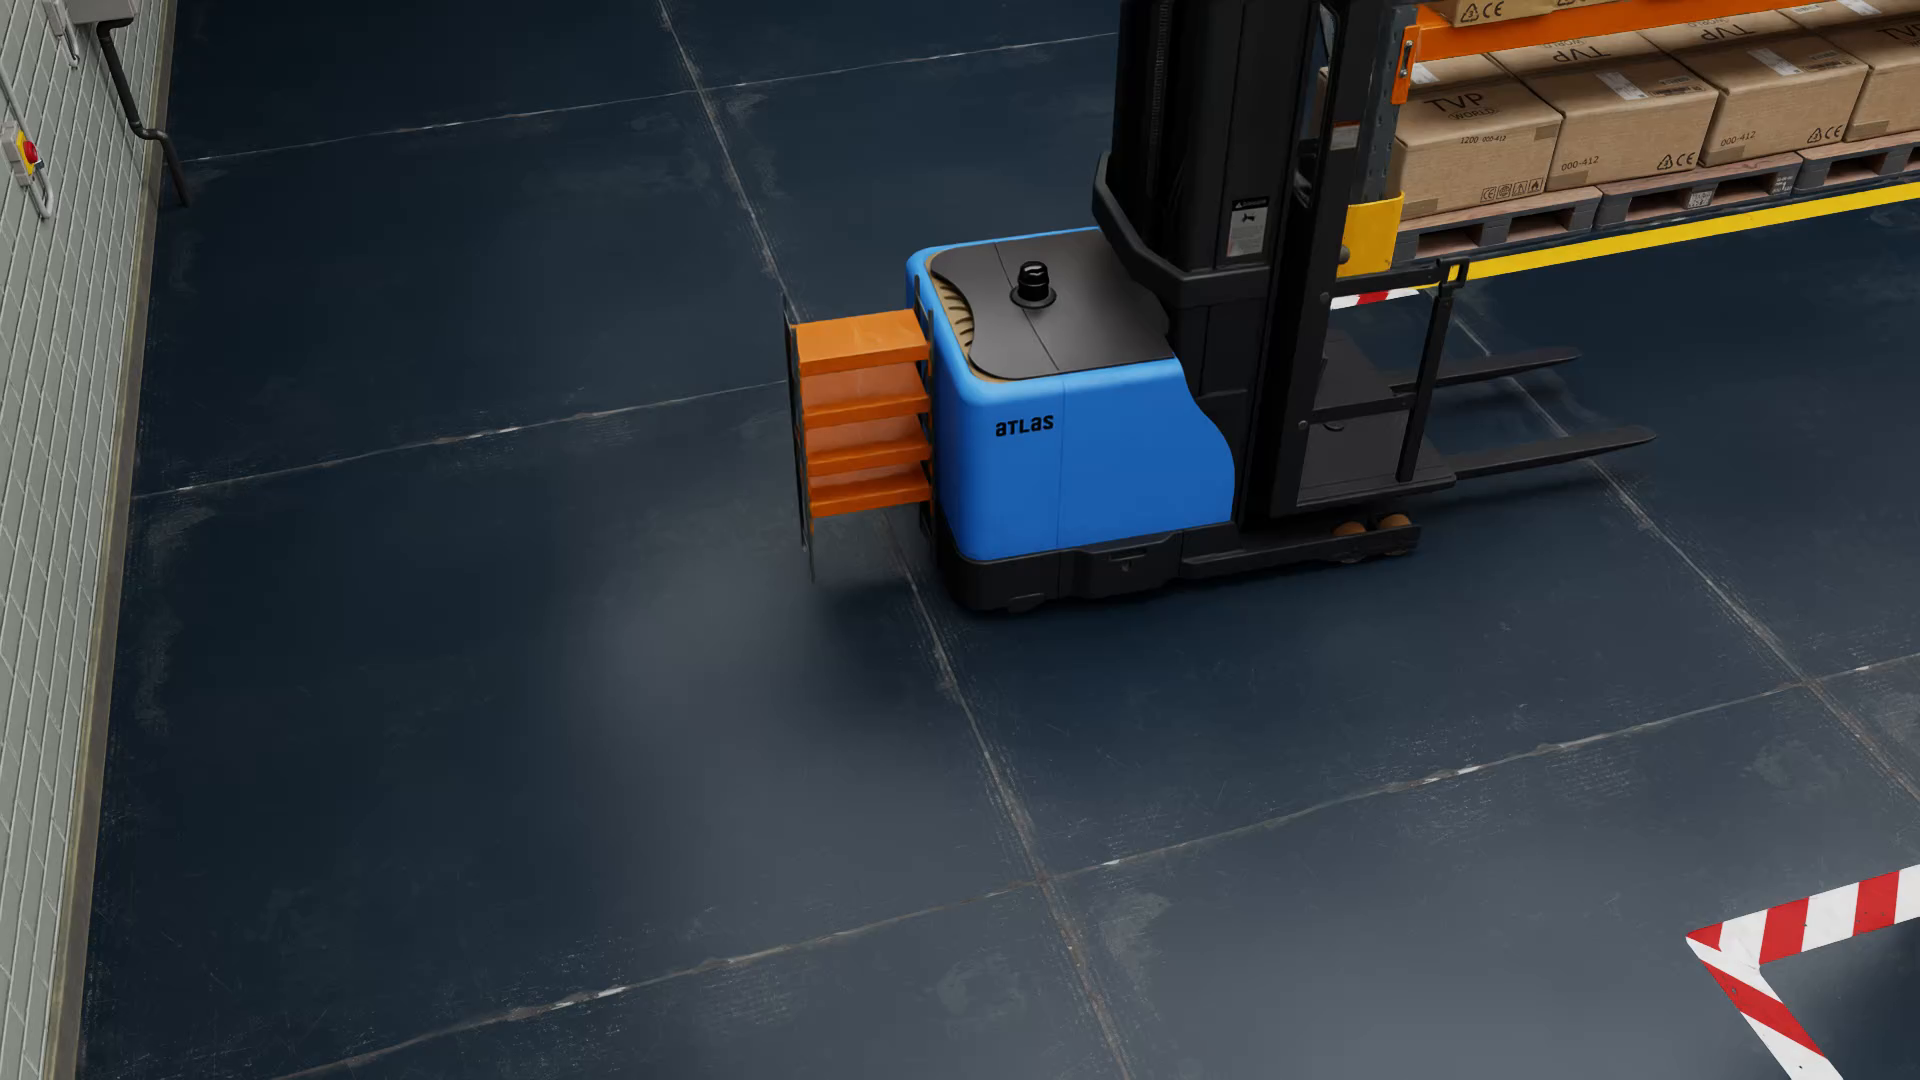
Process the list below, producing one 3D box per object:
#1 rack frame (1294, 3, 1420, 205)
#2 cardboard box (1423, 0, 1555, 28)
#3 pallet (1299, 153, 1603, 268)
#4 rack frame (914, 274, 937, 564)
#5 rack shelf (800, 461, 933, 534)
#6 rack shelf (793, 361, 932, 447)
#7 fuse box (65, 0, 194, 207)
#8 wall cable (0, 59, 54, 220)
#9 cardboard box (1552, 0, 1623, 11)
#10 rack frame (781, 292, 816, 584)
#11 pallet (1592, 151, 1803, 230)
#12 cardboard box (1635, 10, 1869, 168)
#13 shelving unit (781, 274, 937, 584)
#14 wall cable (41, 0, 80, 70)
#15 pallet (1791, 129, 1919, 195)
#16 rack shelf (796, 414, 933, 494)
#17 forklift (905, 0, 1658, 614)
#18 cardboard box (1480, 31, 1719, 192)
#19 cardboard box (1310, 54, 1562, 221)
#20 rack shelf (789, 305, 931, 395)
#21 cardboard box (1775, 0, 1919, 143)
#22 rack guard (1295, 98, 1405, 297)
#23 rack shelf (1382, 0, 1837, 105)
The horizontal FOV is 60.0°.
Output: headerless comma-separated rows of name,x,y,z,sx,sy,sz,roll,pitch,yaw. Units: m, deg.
rack frame,1.806,-2.707,7.568,0.127,3.000,1.000,-12,42,-13
cardboard box,2.350,-2.659,7.438,0.500,0.500,0.500,-12,43,-13
pallet,2.545,-1.864,8.723,1.213,0.211,1.003,-12,42,-13
rack frame,-0.130,-0.434,6.334,0.015,1.200,0.240,-9,42,-10
rack shelf,-0.367,-0.195,6.465,0.480,0.148,0.258,-9,42,-10
rack shelf,-0.367,-0.513,6.187,0.480,0.148,0.258,-9,42,-10
fuse box,-4.058,-2.440,8.242,0.414,1.711,0.539,-12,42,-13
wall cable,-3.566,-1.972,5.931,0.123,1.953,0.585,-12,42,-13
cardboard box,2.824,-2.777,7.572,0.500,0.500,0.500,-12,43,-14
rack frame,-0.604,-0.356,6.246,0.015,1.200,0.240,-9,42,-10
pallet,3.706,-2.102,8.996,1.213,0.211,1.003,-12,42,-13
cardboard box,4.136,-2.456,8.910,0.875,0.438,0.875,-13,43,-14
shelving unit,-0.367,-0.395,6.290,0.503,1.200,0.258,-9,42,-10
wall cable,-4.003,-2.848,6.958,0.122,1.984,0.588,-12,42,-13
pallet,4.872,-2.346,9.275,1.213,0.211,1.003,-12,42,-13
rack shelf,-0.367,-0.344,6.334,0.480,0.148,0.258,-9,42,-10
forklift,1.350,-1.340,6.056,3.031,2.935,1.130,-9,42,-10
cardboard box,3.275,-2.279,8.707,0.875,0.438,0.875,-11,42,-12
cardboard box,2.405,-2.093,8.494,0.875,0.438,0.875,-13,43,-15
rack shelf,-0.367,-0.691,6.032,0.480,0.148,0.258,-9,42,-10
cardboard box,4.990,-2.634,9.113,0.875,0.438,0.875,-12,43,-14
rack guard,1.783,-1.761,8.385,0.348,0.500,1.175,-12,42,-13
rack shelf,3.713,-2.831,8.257,4.000,0.370,1.077,-12,42,-13
